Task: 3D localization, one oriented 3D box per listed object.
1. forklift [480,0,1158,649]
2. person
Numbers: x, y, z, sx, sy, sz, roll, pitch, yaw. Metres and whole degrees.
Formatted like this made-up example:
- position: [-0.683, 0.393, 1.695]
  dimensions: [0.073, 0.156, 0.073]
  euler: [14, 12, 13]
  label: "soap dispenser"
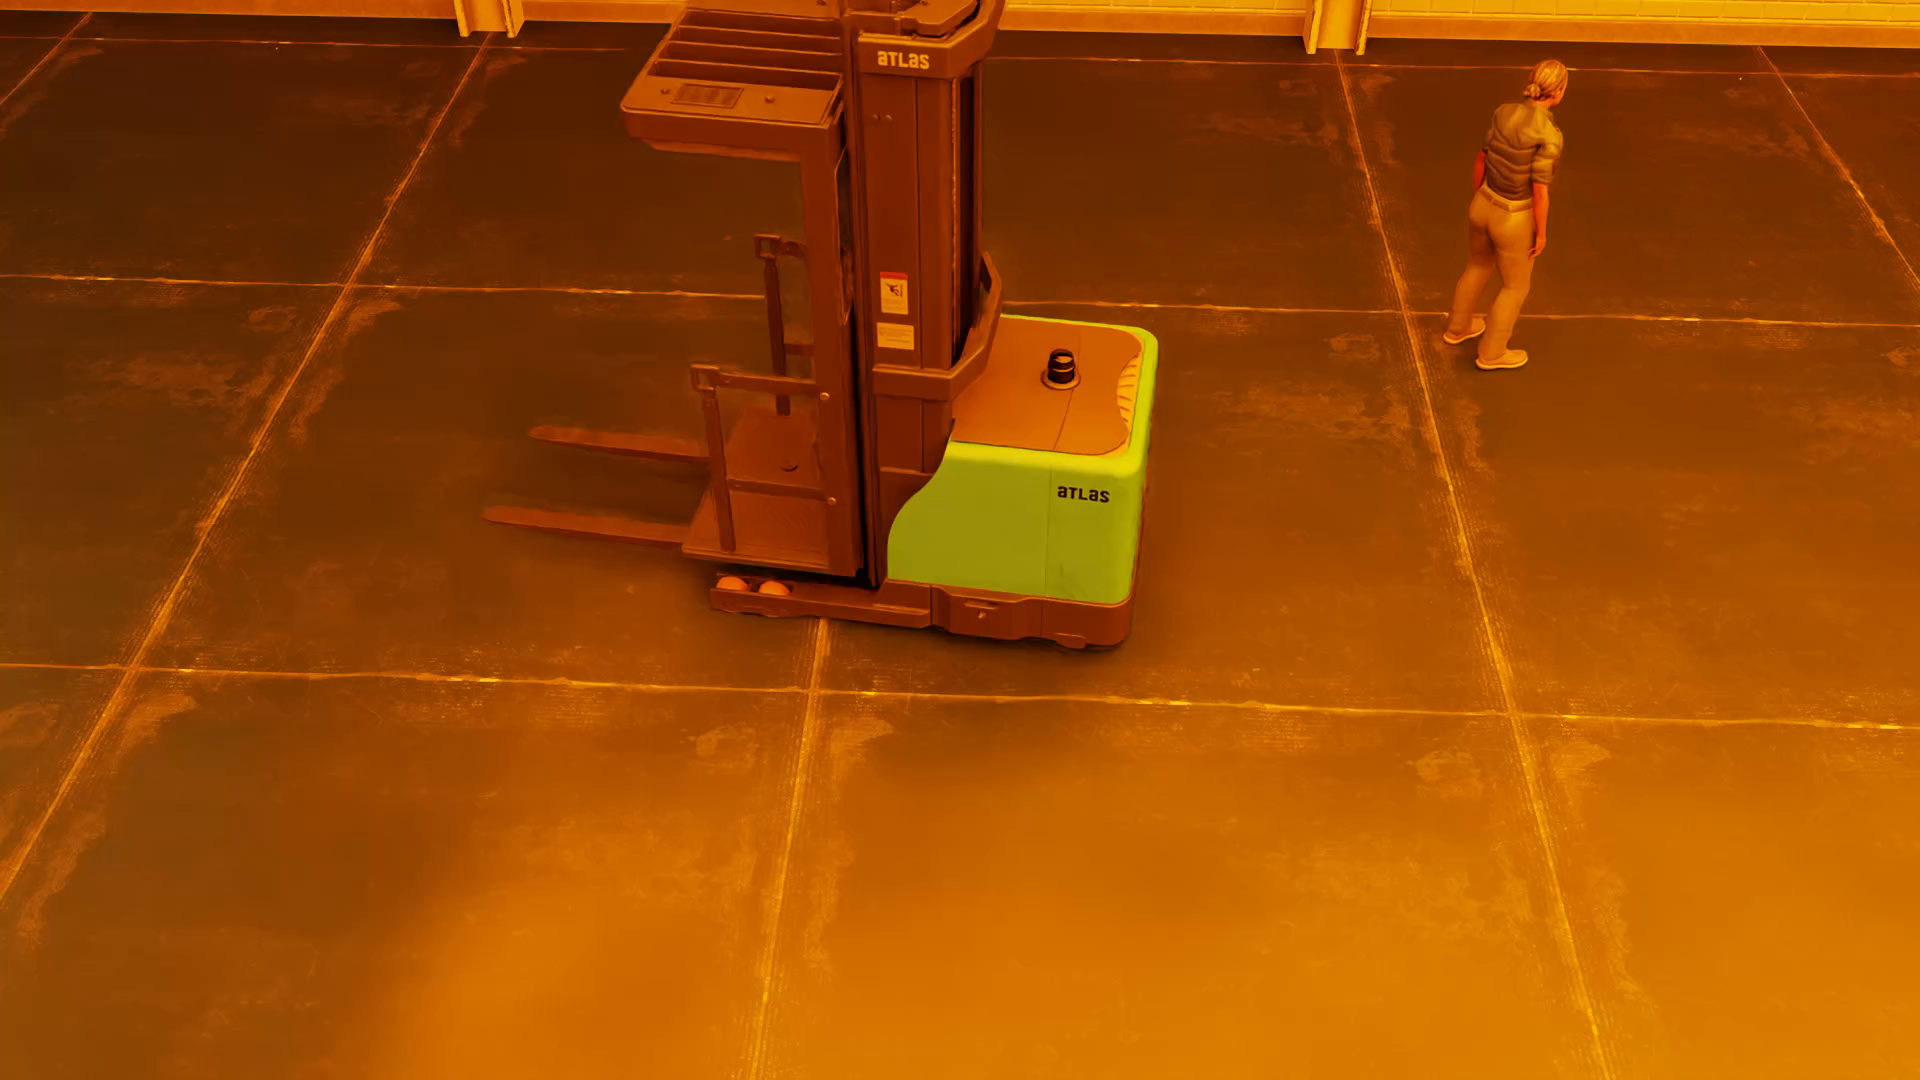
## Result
- position: [-0.676, -1.075, 6.920]
  dimensions: [3.031, 2.935, 1.130]
  euler: [7, 43, 7]
  label: "forklift"
- position: [2.809, -1.655, 8.505]
  dimensions: [0.349, 1.654, 0.507]
  euler: [-21, 46, -21]
  label: "person"
